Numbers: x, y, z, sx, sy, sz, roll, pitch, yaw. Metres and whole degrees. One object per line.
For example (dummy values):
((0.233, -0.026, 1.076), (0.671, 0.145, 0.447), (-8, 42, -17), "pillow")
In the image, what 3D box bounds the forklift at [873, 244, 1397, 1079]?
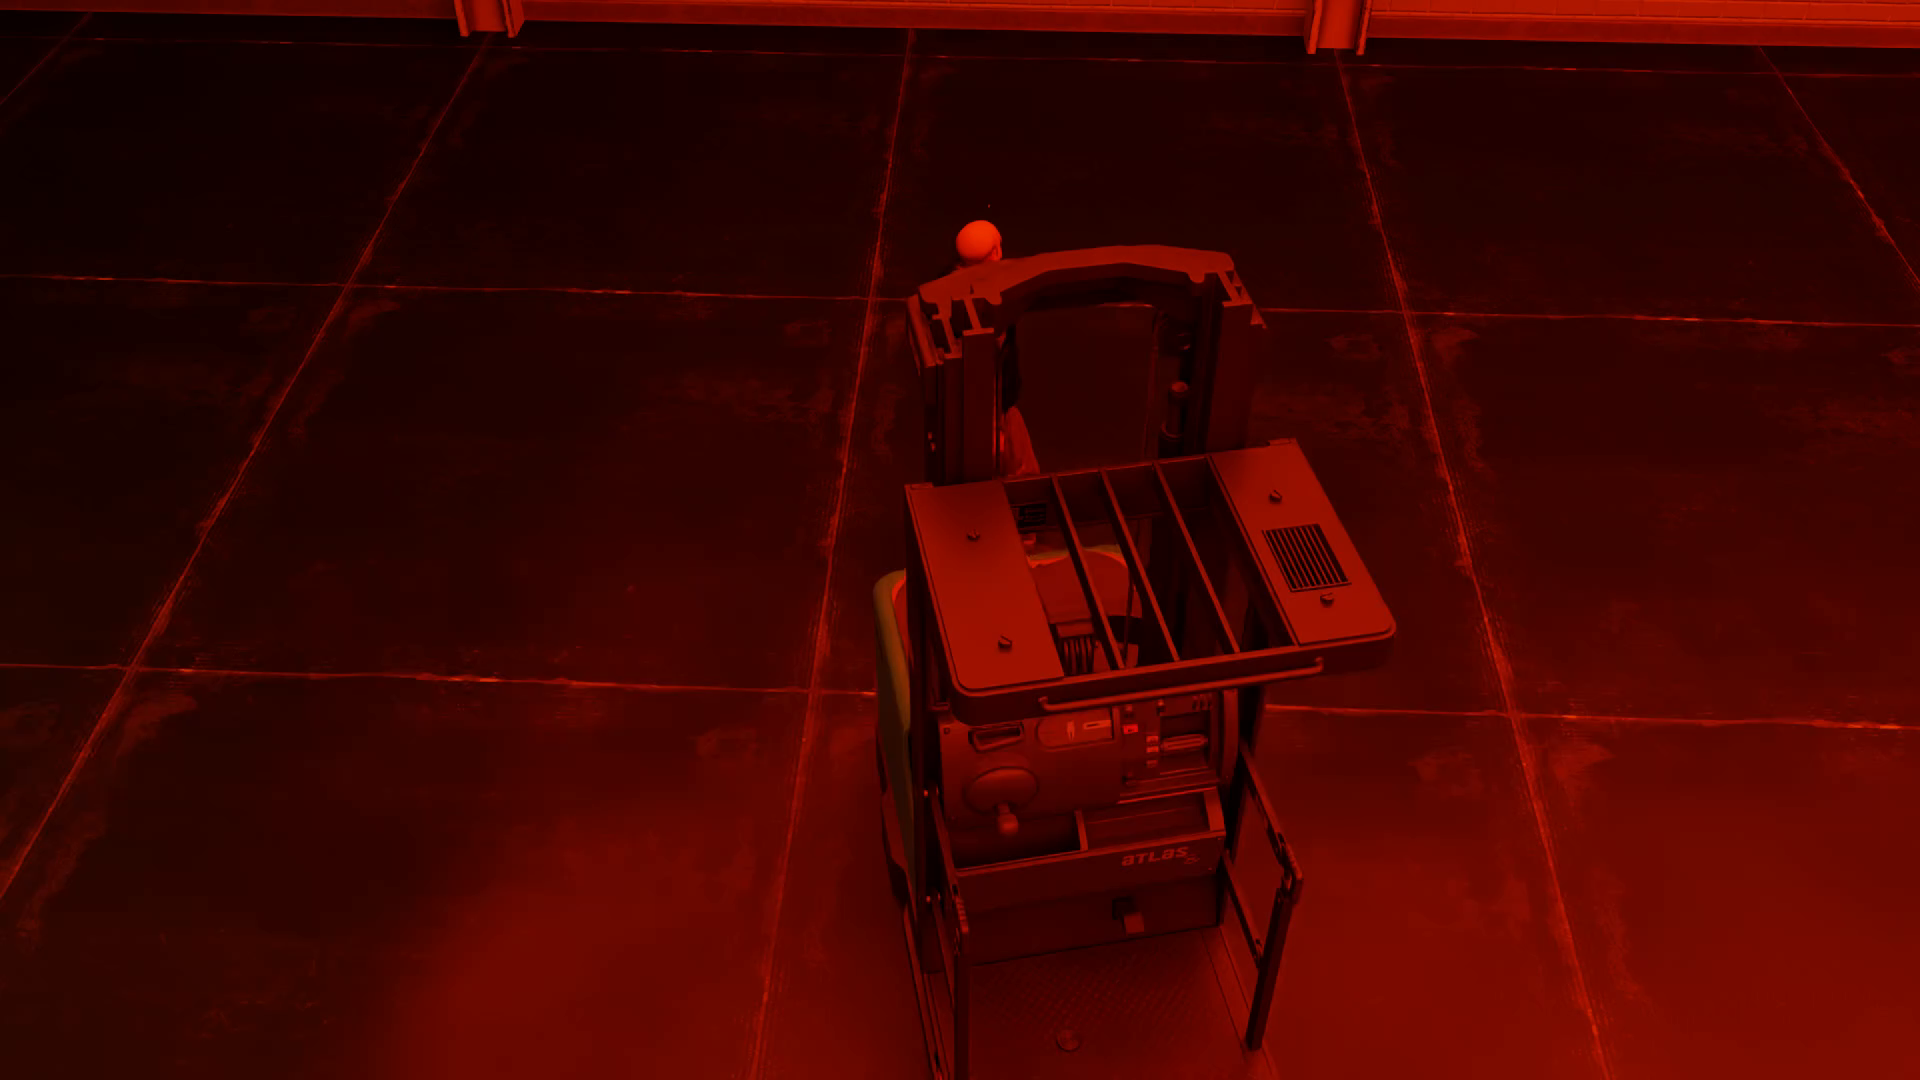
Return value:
((0.440, 0.748, 4.923), (1.130, 2.935, 3.031), (-7, 43, -8), "forklift")

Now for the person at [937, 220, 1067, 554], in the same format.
((0.160, -0.657, 7.382), (0.559, 1.710, 0.670), (-12, 44, -13), "person")
